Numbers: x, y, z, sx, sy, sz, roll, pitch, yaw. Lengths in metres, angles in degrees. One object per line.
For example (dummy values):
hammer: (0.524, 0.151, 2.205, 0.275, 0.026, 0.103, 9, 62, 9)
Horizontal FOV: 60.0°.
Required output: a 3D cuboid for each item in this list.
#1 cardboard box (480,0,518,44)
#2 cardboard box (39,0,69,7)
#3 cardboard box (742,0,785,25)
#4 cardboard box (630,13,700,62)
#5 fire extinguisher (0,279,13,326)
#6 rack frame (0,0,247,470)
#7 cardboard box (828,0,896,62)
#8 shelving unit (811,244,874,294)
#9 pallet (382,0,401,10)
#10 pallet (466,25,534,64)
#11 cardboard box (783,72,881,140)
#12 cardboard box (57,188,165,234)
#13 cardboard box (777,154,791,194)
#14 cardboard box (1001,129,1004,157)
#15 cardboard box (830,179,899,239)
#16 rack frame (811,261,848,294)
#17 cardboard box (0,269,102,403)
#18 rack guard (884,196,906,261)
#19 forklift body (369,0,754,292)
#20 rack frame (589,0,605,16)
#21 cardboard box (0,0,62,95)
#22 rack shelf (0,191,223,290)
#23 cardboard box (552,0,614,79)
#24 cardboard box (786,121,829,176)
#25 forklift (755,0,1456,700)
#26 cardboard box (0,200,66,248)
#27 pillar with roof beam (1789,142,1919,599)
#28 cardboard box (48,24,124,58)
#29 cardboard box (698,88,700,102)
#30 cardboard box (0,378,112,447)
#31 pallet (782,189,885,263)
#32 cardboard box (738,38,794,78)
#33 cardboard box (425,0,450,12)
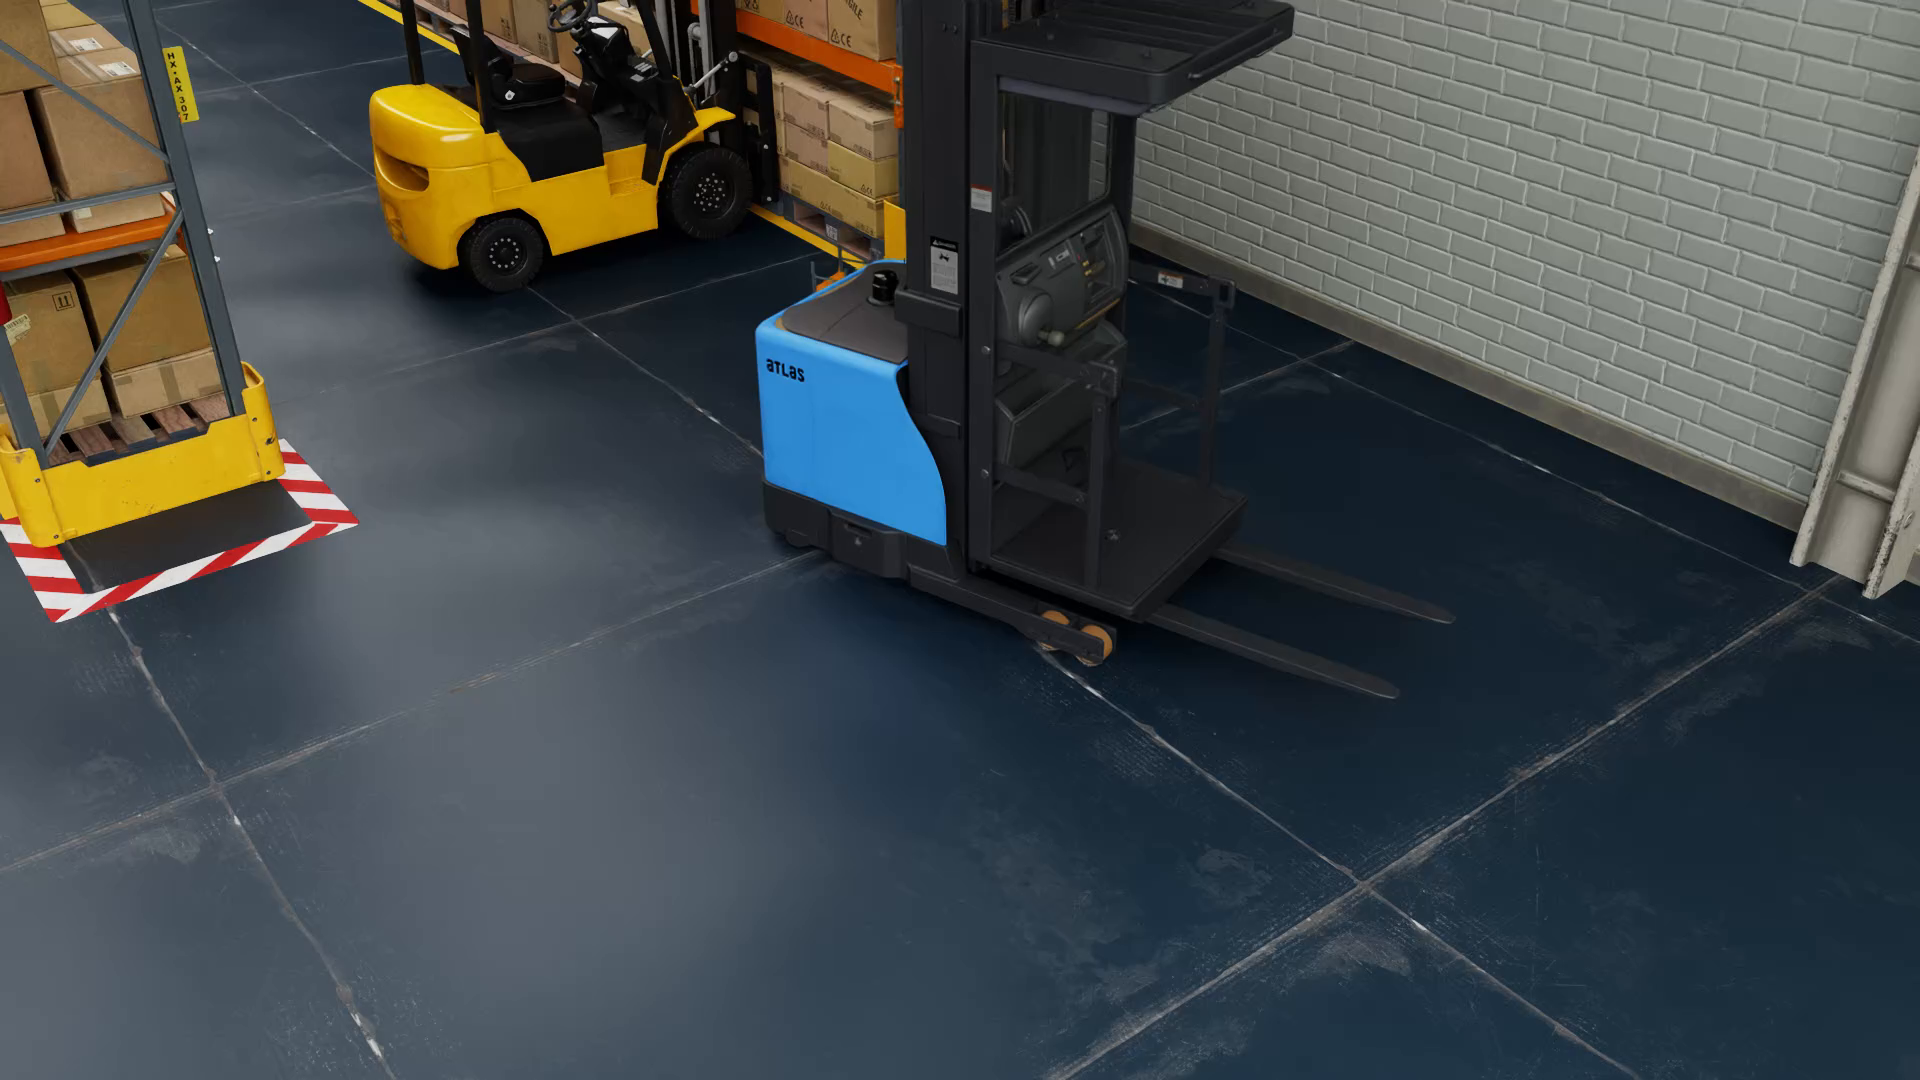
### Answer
cardboard box: (-3.655, -4.750, 14.408, 0.875, 0.625, 0.625, -24, 39, -33)
cardboard box: (-4.883, -2.546, 8.629, 0.500, 0.500, 0.500, -23, 39, -32)
cardboard box: (-1.075, -3.656, 10.699, 0.500, 0.500, 0.500, -23, 39, -32)
cardboard box: (-2.039, -3.644, 12.034, 0.500, 0.250, 0.500, -22, 38, -31)
fire extinguisher: (-4.153, -1.224, 6.951, 0.296, 0.674, 0.183, -22, 38, -31)
rack frame: (-3.859, -1.454, 7.247, 1.000, 3.000, 0.127, -22, 38, -31)
cardboard box: (-0.450, -3.224, 10.003, 0.500, 0.500, 0.500, -23, 39, -32)
shelving unit: (-0.553, -0.909, 8.214, 0.215, 1.050, 0.252, 15, 35, 24)
pallet: (-5.274, -5.534, 16.460, 1.003, 0.211, 1.213, -22, 38, -31)
pallet: (-3.629, -4.347, 14.549, 1.003, 0.211, 1.213, -22, 38, -31)
cardboard box: (-0.787, -2.798, 10.673, 0.500, 0.250, 0.500, -22, 38, -31)
cardboard box: (-3.904, -1.555, 7.650, 0.380, 0.149, 0.250, -22, 38, -31)
cardboard box: (-1.076, -2.587, 11.280, 0.500, 0.250, 0.500, -22, 38, -31)
cardboard box: (-0.065, -2.547, 10.742, 0.500, 0.250, 0.500, -21, 38, -31)
cardboard box: (-0.478, -2.165, 10.601, 0.500, 0.250, 0.500, -22, 38, -31)
rack frame: (-0.609, -0.851, 8.123, 0.200, 1.050, 0.008, 15, 35, 24)
cardboard box: (-4.557, -1.032, 8.066, 0.500, 0.500, 0.500, -22, 38, -31)
rack guard: (0.074, -1.989, 10.479, 1.175, 0.500, 0.348, -22, 38, -31)
forklift body: (-2.545, -2.901, 10.382, 2.313, 2.155, 1.214, -22, 38, -31)
rack frame: (-2.394, -4.728, 12.520, 1.000, 3.000, 0.127, -22, 38, -31)
cardboard box: (-4.345, -2.189, 7.108, 0.700, 0.500, 0.500, -23, 39, -33)
rack shelf: (-5.086, -1.982, 8.779, 1.077, 0.370, 4.000, -22, 38, -31)
cardboard box: (-2.722, -4.112, 13.380, 0.875, 0.625, 0.625, -20, 37, -29)
cardboard box: (-0.785, -2.598, 10.824, 0.500, 0.250, 0.500, -23, 38, -32)
forklift: (0.595, -1.043, 6.651, 3.031, 2.935, 1.130, 20, 37, 28)
cardboard box: (-4.258, -1.434, 7.453, 0.380, 0.149, 0.250, -21, 37, -30)
pillar with roof beam: (0.623, -2.298, 2.921, 9.100, 9.000, 0.400, -22, 38, -31)
cardboard box: (-4.251, -2.124, 7.951, 0.500, 0.500, 0.500, -21, 38, -30)
cardboard box: (-1.731, -3.227, 11.837, 0.500, 0.250, 0.500, -23, 38, -32)
cardboard box: (-4.582, -0.724, 8.280, 0.500, 0.250, 0.500, -22, 38, -32)
pallet: (-0.443, -2.182, 11.063, 1.003, 0.211, 1.213, -22, 38, -31)
cardboard box: (-1.409, -3.219, 11.350, 0.500, 0.250, 0.500, -23, 39, -32)
cardboard box: (-4.475, -5.300, 15.294, 0.875, 0.625, 0.625, -21, 38, -30)
